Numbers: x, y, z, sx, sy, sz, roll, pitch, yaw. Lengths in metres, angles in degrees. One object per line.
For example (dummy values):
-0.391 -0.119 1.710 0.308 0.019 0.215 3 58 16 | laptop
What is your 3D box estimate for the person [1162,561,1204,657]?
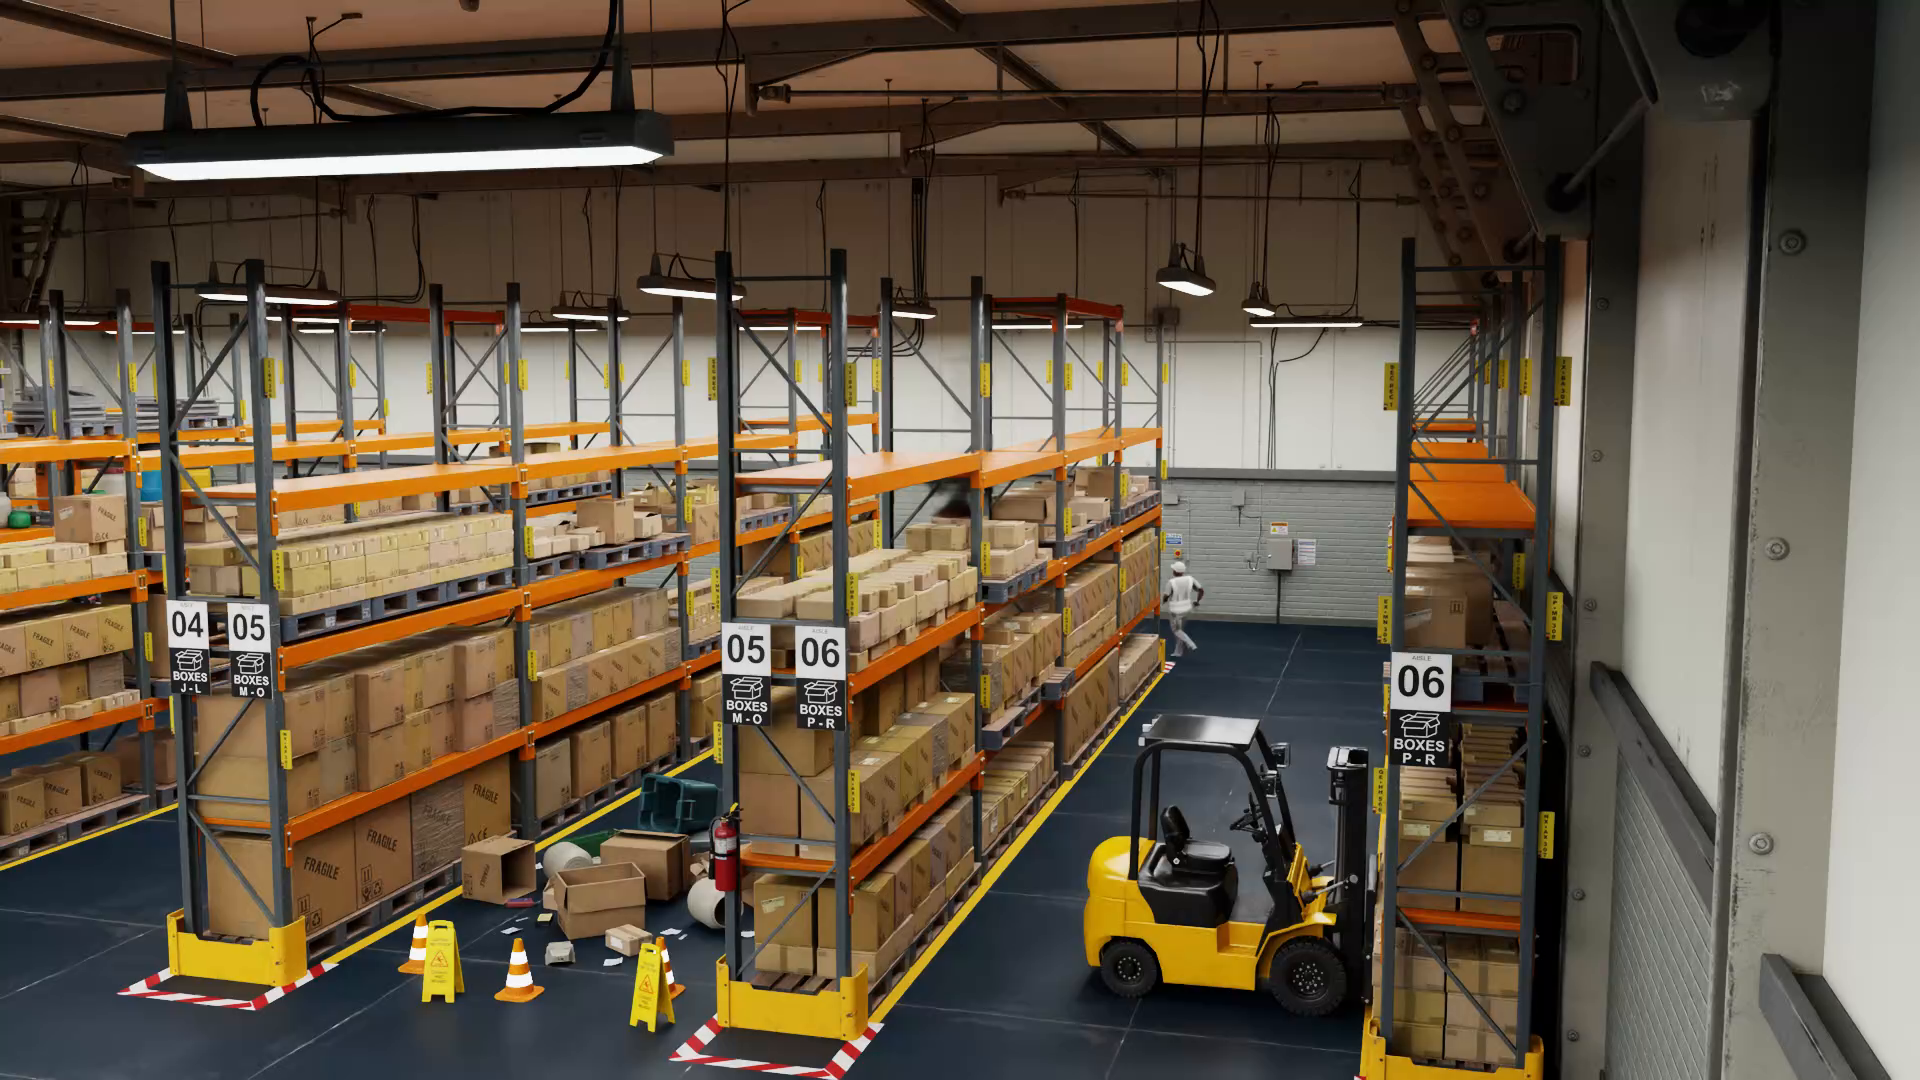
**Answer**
3.819 1.235 28.990 0.736 1.762 0.823 -3 7 -27 | person
